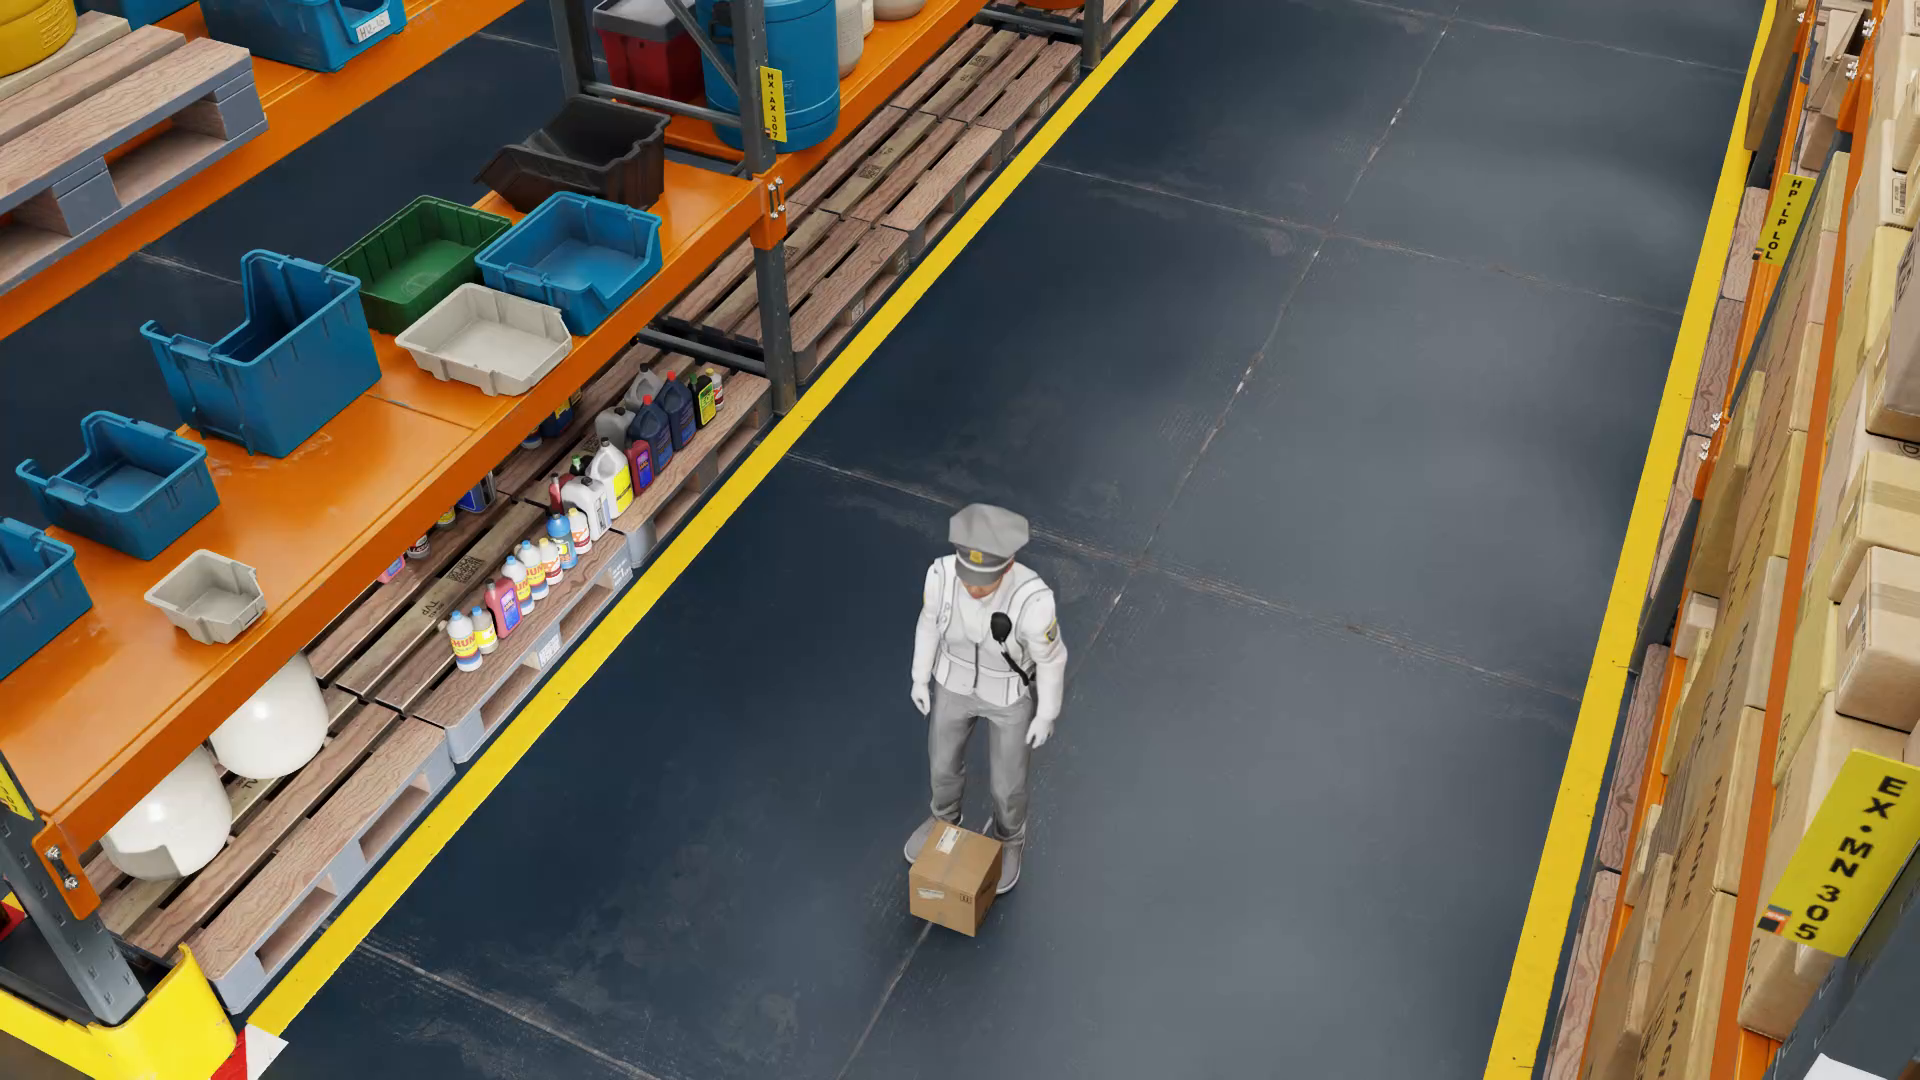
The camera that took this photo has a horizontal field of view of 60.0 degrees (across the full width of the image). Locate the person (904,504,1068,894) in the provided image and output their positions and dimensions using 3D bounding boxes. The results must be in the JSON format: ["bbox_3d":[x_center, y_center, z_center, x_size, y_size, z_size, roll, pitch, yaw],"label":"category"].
[{"bbox_3d":[0.083,0.526,5.579,0.528,1.662,0.375,16,45,17],"label":"person"}]
